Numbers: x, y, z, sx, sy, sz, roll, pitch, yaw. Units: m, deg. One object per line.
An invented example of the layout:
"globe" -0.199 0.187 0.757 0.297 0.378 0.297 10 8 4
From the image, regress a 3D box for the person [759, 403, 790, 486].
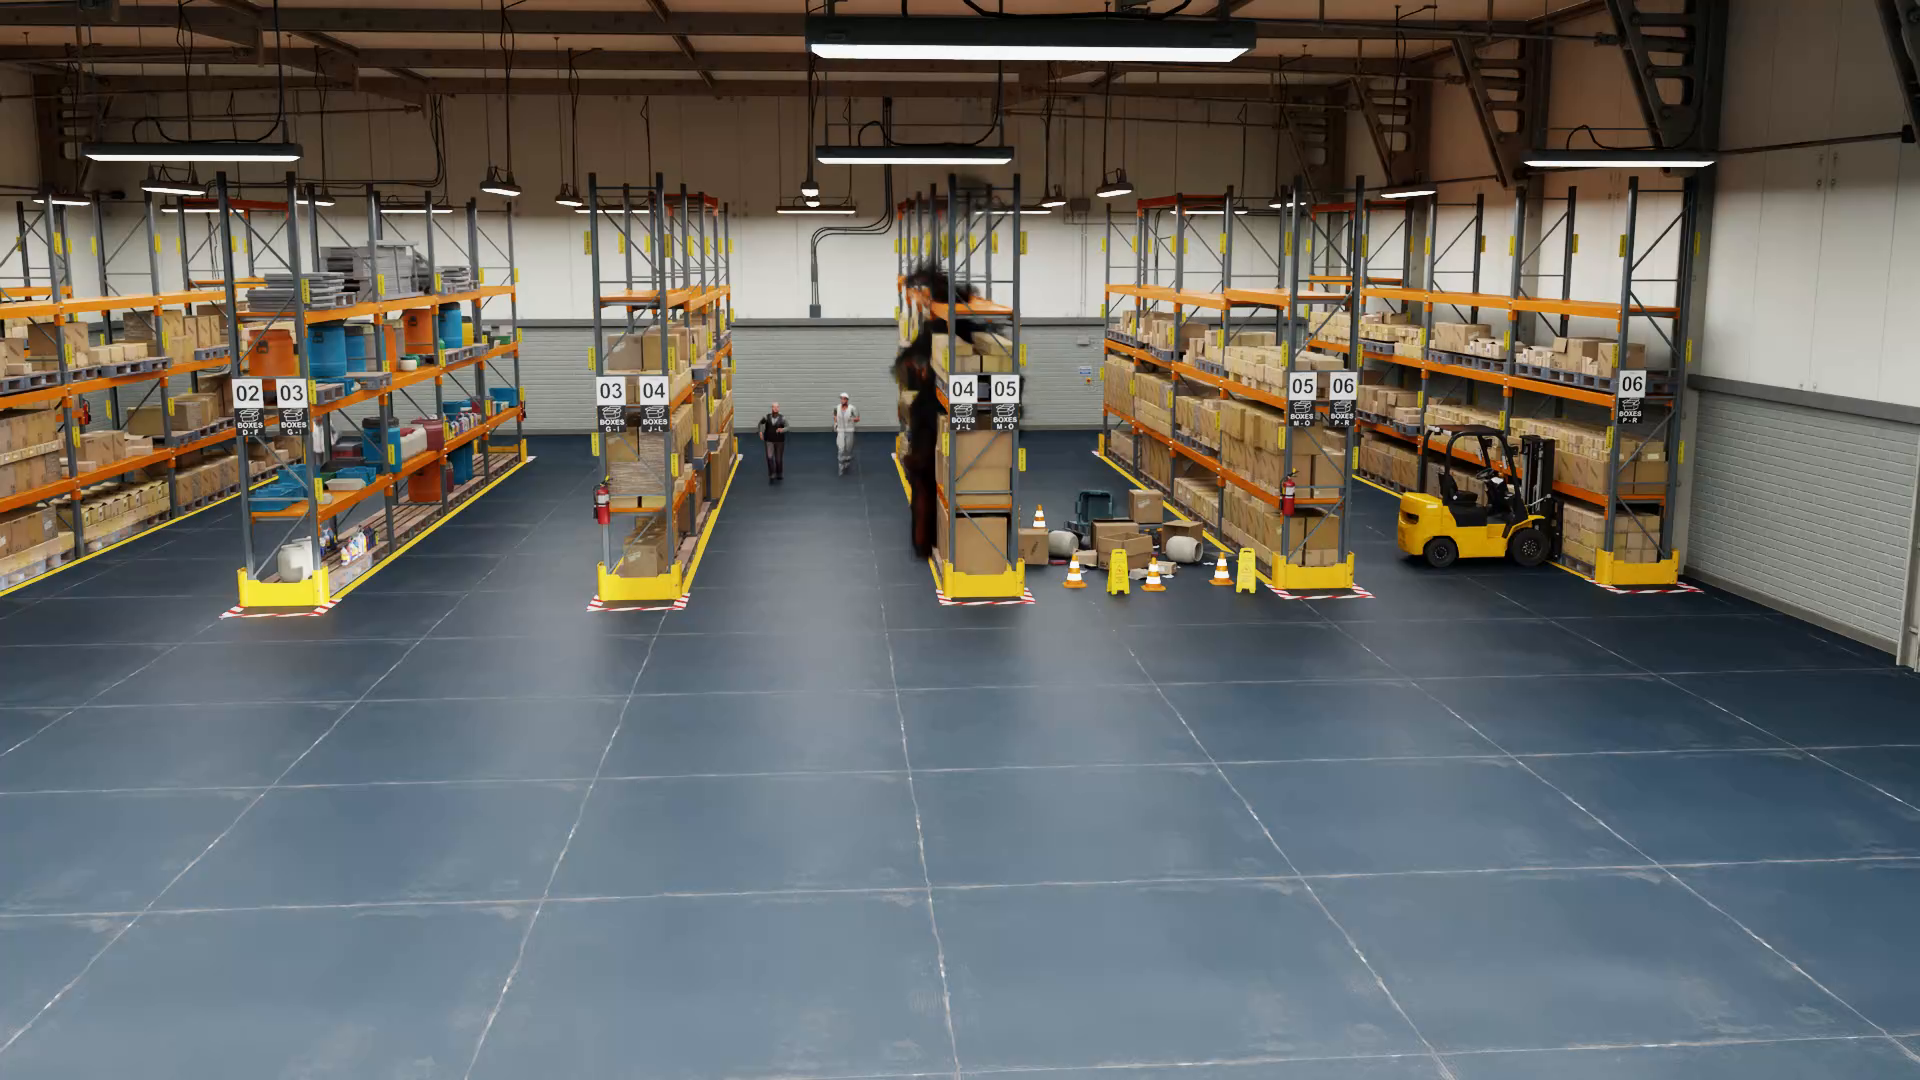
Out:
"person" -3.952 -2.042 35.423 0.662 1.755 0.837 -1 10 -7

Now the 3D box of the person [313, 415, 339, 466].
"person" -12.996 -1.800 33.848 0.634 1.777 0.922 -3 10 -16

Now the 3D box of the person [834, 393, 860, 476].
"person" -2.522 -2.349 36.942 0.616 1.852 0.783 0 10 2
